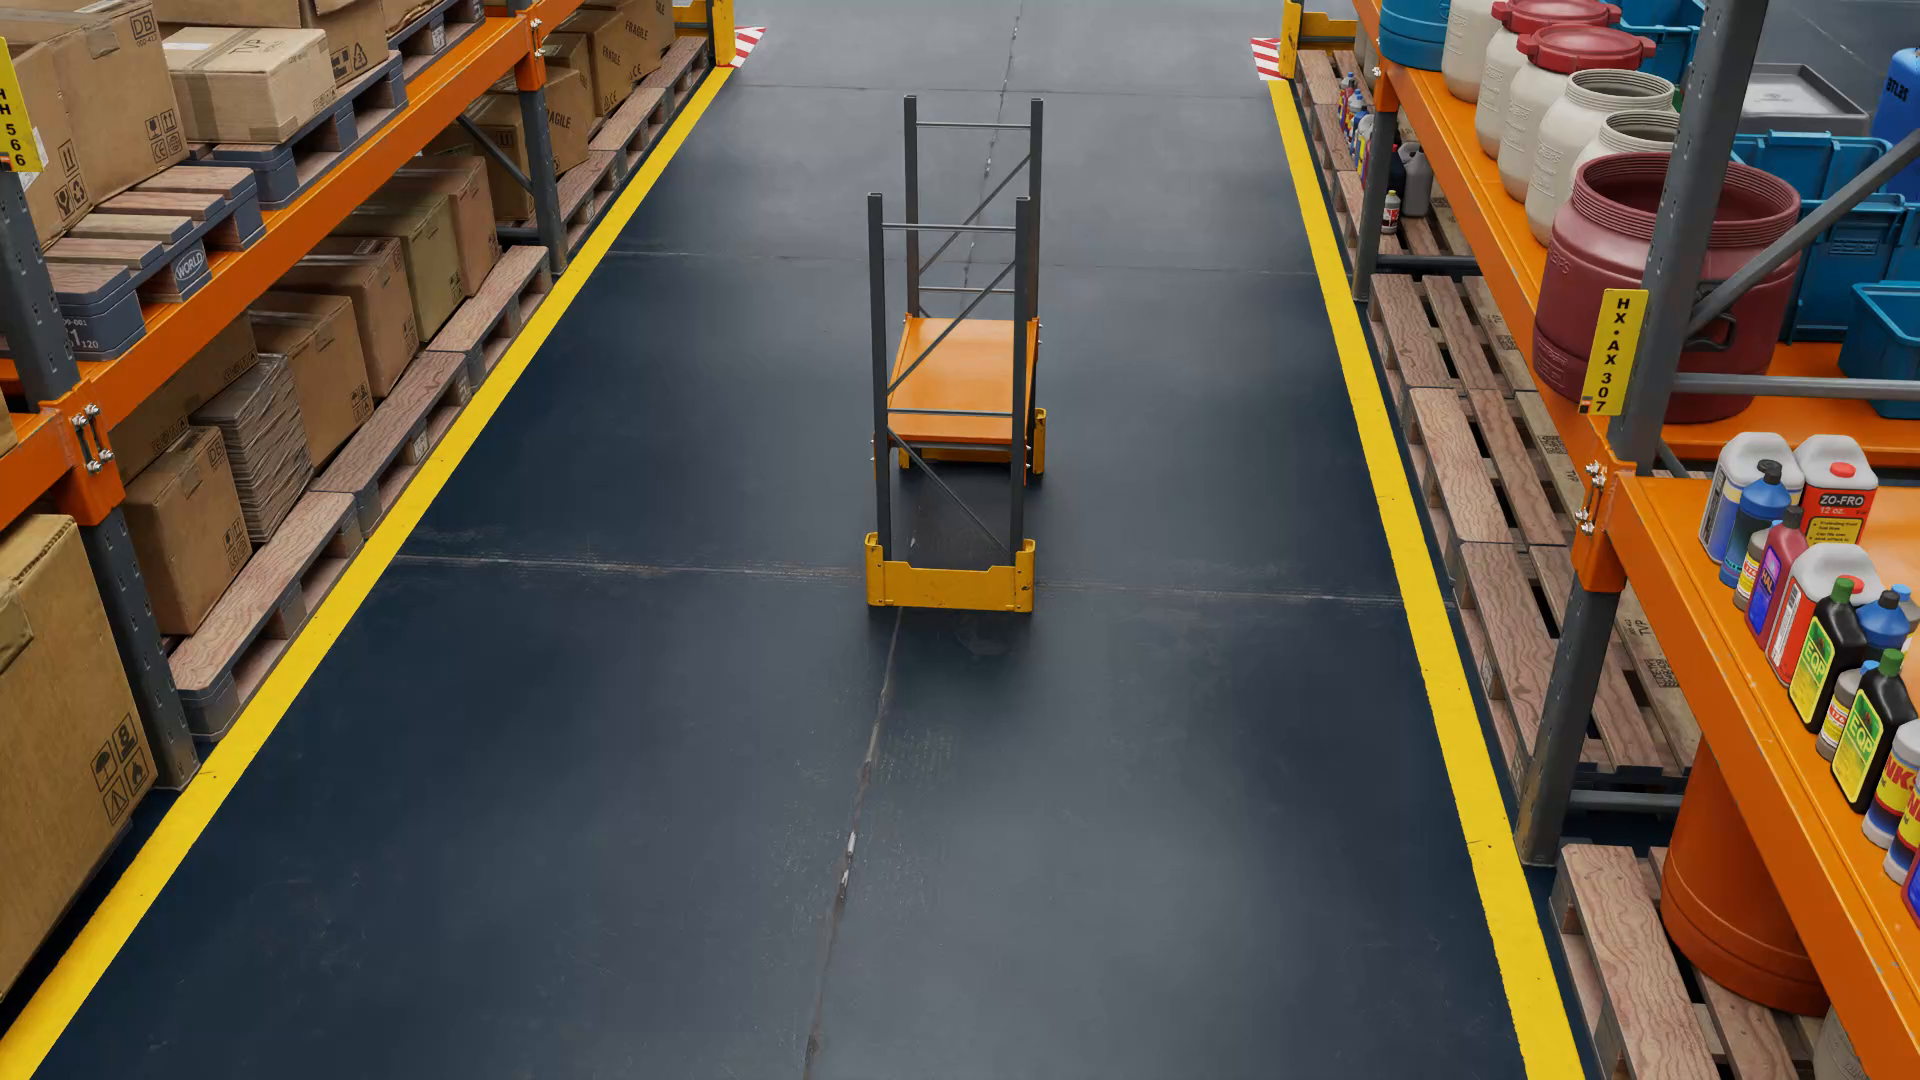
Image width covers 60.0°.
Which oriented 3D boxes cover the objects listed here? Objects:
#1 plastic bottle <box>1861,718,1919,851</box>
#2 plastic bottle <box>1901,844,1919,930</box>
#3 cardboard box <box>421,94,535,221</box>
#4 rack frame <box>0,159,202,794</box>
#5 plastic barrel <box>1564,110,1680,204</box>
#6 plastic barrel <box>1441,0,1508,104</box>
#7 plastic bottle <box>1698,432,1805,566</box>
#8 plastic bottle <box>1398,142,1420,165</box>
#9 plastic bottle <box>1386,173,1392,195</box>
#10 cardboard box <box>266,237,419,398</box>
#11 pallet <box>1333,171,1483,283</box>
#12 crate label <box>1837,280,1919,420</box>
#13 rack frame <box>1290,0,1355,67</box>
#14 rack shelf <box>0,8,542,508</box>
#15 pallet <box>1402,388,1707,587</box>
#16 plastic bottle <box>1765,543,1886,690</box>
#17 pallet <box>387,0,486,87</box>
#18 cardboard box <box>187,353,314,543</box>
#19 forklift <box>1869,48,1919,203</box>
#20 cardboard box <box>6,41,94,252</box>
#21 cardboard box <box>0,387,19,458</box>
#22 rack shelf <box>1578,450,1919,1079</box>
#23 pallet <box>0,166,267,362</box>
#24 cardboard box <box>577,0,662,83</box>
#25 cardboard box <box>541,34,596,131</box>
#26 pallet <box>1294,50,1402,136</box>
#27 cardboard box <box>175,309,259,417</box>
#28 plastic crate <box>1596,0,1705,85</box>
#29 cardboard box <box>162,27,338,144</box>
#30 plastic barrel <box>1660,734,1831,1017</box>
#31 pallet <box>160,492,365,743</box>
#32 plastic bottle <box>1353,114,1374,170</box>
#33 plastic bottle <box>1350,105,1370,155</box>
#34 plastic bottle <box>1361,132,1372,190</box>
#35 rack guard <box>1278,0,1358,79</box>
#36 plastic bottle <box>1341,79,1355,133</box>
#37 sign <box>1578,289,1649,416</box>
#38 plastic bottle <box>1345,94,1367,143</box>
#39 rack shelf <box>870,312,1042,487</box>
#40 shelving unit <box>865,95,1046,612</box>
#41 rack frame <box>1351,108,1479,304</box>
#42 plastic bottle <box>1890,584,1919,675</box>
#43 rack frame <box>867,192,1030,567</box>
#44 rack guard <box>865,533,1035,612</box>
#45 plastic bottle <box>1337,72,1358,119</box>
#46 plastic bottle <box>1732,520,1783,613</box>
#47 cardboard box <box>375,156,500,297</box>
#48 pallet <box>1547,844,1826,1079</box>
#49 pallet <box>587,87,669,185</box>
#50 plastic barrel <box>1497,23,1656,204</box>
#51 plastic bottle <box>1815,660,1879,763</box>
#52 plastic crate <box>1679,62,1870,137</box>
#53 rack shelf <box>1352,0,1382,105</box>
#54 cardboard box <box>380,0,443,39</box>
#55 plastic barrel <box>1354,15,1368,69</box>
[{"bbox_3d":[1.640,0.405,2.857,0.097,0.271,0.097,0,32,0],"label":"plastic bottle"},{"bbox_3d":[1.605,0.510,2.675,0.061,0.283,0.133,2,32,4],"label":"plastic bottle"},{"bbox_3d":[-2.437,-1.980,8.586,0.500,0.500,0.500,2,32,2],"label":"cardboard box"},{"bbox_3d":[-2.835,-0.566,4.309,1.000,3.000,0.127,2,32,4],"label":"rack frame"},{"bbox_3d":[1.973,-0.949,4.824,0.421,0.512,0.421,0,32,0],"label":"plastic barrel"},{"bbox_3d":[2.131,-2.013,6.528,0.433,0.535,0.433,0,32,0],"label":"plastic barrel"},{"bbox_3d":[1.744,-0.089,3.654,0.152,0.276,0.135,2,32,4],"label":"plastic bottle"},{"bbox_3d":[2.358,-1.930,8.699,0.152,0.276,0.135,2,32,4],"label":"plastic bottle"},{"bbox_3d":[2.138,-1.743,8.388,0.061,0.283,0.133,4,32,6],"label":"plastic bottle"},{"bbox_3d":[-2.683,-0.919,6.846,0.700,0.500,0.500,0,32,0],"label":"cardboard box"},{"bbox_3d":[2.524,-1.608,8.659,1.003,0.211,1.213,2,32,4],"label":"pallet"},{"bbox_3d":[2.510,-0.487,4.341,0.303,0.233,0.416,2,32,4],"label":"crate label"},{"bbox_3d":[2.753,-4.538,10.754,1.000,3.000,0.127,2,32,4],"label":"rack frame"},{"bbox_3d":[-2.672,-1.306,6.195,1.077,0.370,4.000,2,32,4],"label":"rack shelf"},{"bbox_3d":[2.305,-0.207,6.385,1.003,0.211,1.213,2,32,4],"label":"pallet"},{"bbox_3d":[1.707,0.153,3.261,0.152,0.276,0.135,2,32,4],"label":"plastic bottle"},{"bbox_3d":[-2.716,-2.182,7.115,1.003,0.211,1.213,2,32,4],"label":"pallet"},{"bbox_3d":[-2.768,-0.331,5.891,0.700,0.500,0.500,0,32,0],"label":"cardboard box"},{"bbox_3d":[4.983,-1.957,6.631,1.130,2.935,3.031,1,32,2],"label":"forklift"},{"bbox_3d":[-2.831,-1.071,4.634,0.500,0.500,0.500,-1,32,-2],"label":"cardboard box"},{"bbox_3d":[-2.628,-0.340,3.847,0.500,0.500,0.500,3,32,5],"label":"cardboard box"},{"bbox_3d":[1.939,0.998,2.458,1.077,0.370,4.000,2,32,4],"label":"rack shelf"},{"bbox_3d":[-2.883,-0.861,4.972,1.213,0.211,1.003,2,32,4],"label":"pallet"},{"bbox_3d":[-2.266,-3.224,10.605,0.500,0.500,0.500,11,33,17],"label":"cardboard box"},{"bbox_3d":[-2.425,-2.607,9.604,0.500,0.500,0.500,0,32,0],"label":"cardboard box"},{"bbox_3d":[2.722,-2.884,10.729,1.003,0.211,1.213,2,32,4],"label":"pallet"},{"bbox_3d":[-2.777,-0.638,5.674,0.500,0.250,0.500,6,32,10],"label":"cardboard box"},{"bbox_3d":[2.648,-1.849,6.407,0.392,0.384,0.575,2,32,4],"label":"plastic crate"},{"bbox_3d":[-2.469,-1.547,5.645,0.500,0.250,0.500,2,32,3],"label":"cardboard box"},{"bbox_3d":[2.079,0.647,4.009,0.600,0.830,0.708,2,32,4],"label":"plastic barrel"},{"bbox_3d":[-2.770,0.213,5.704,1.003,0.211,1.213,2,32,4],"label":"pallet"},{"bbox_3d":[2.252,-2.177,9.100,0.152,0.276,0.135,3,32,5],"label":"plastic bottle"},{"bbox_3d":[2.242,-2.291,9.290,0.097,0.271,0.097,0,32,0],"label":"plastic bottle"},{"bbox_3d":[2.180,-2.013,8.828,0.061,0.283,0.133,5,32,7],"label":"plastic bottle"},{"bbox_3d":[2.794,-3.432,11.342,1.175,0.500,0.348,2,32,4],"label":"rack guard"},{"bbox_3d":[2.258,-2.516,9.644,0.061,0.283,0.133,3,32,5],"label":"plastic bottle"},{"bbox_3d":[1.553,-0.444,3.955,0.100,0.325,0.005,2,32,4],"label":"sign"},{"bbox_3d":[2.259,-2.397,9.462,0.097,0.271,0.097,0,32,0],"label":"plastic bottle"},{"bbox_3d":[0.007,-0.530,6.023,0.538,0.185,1.000,2,32,4],"label":"rack shelf"},{"bbox_3d":[0.006,-0.678,5.921,0.587,1.500,1.083,2,32,4],"label":"shelving unit"},{"bbox_3d":[2.427,-2.446,7.360,1.000,3.000,0.127,2,32,4],"label":"rack frame"},{"bbox_3d":[1.832,0.180,3.288,0.097,0.201,0.097,0,32,0],"label":"plastic bottle"},{"bbox_3d":[-0.034,-0.417,5.498,0.500,1.500,0.032,2,32,4],"label":"rack frame"},{"bbox_3d":[-0.034,0.114,5.827,0.587,0.250,0.087,2,32,4],"label":"rack guard"},{"bbox_3d":[2.295,-2.629,9.838,0.097,0.271,0.097,0,32,0],"label":"plastic bottle"},{"bbox_3d":[1.700,0.053,3.494,0.097,0.201,0.097,0,32,0],"label":"plastic bottle"},{"bbox_3d":[-2.581,-1.461,7.724,0.700,0.500,0.500,0,32,0],"label":"cardboard box"},{"bbox_3d":[2.079,1.247,4.026,1.003,0.211,1.213,2,32,4],"label":"pallet"},{"bbox_3d":[-2.393,-2.463,10.045,1.003,0.211,1.213,2,32,4],"label":"pallet"},{"bbox_3d":[2.036,-1.403,5.538,0.433,0.535,0.433,0,32,0],"label":"plastic barrel"},{"bbox_3d":[1.659,0.314,3.071,0.097,0.201,0.097,0,32,0],"label":"plastic bottle"},{"bbox_3d":[2.538,-1.214,5.299,0.402,0.464,0.583,2,32,4],"label":"plastic crate"},{"bbox_3d":[2.590,-3.186,9.246,1.077,0.370,4.000,2,32,4],"label":"rack shelf"},{"bbox_3d":[-2.713,-2.682,6.771,1.000,1.000,1.000,3,32,4],"label":"cardboard box"},{"bbox_3d":[2.776,-3.310,10.733,0.421,0.512,0.421,0,32,0],"label":"plastic barrel"}]
